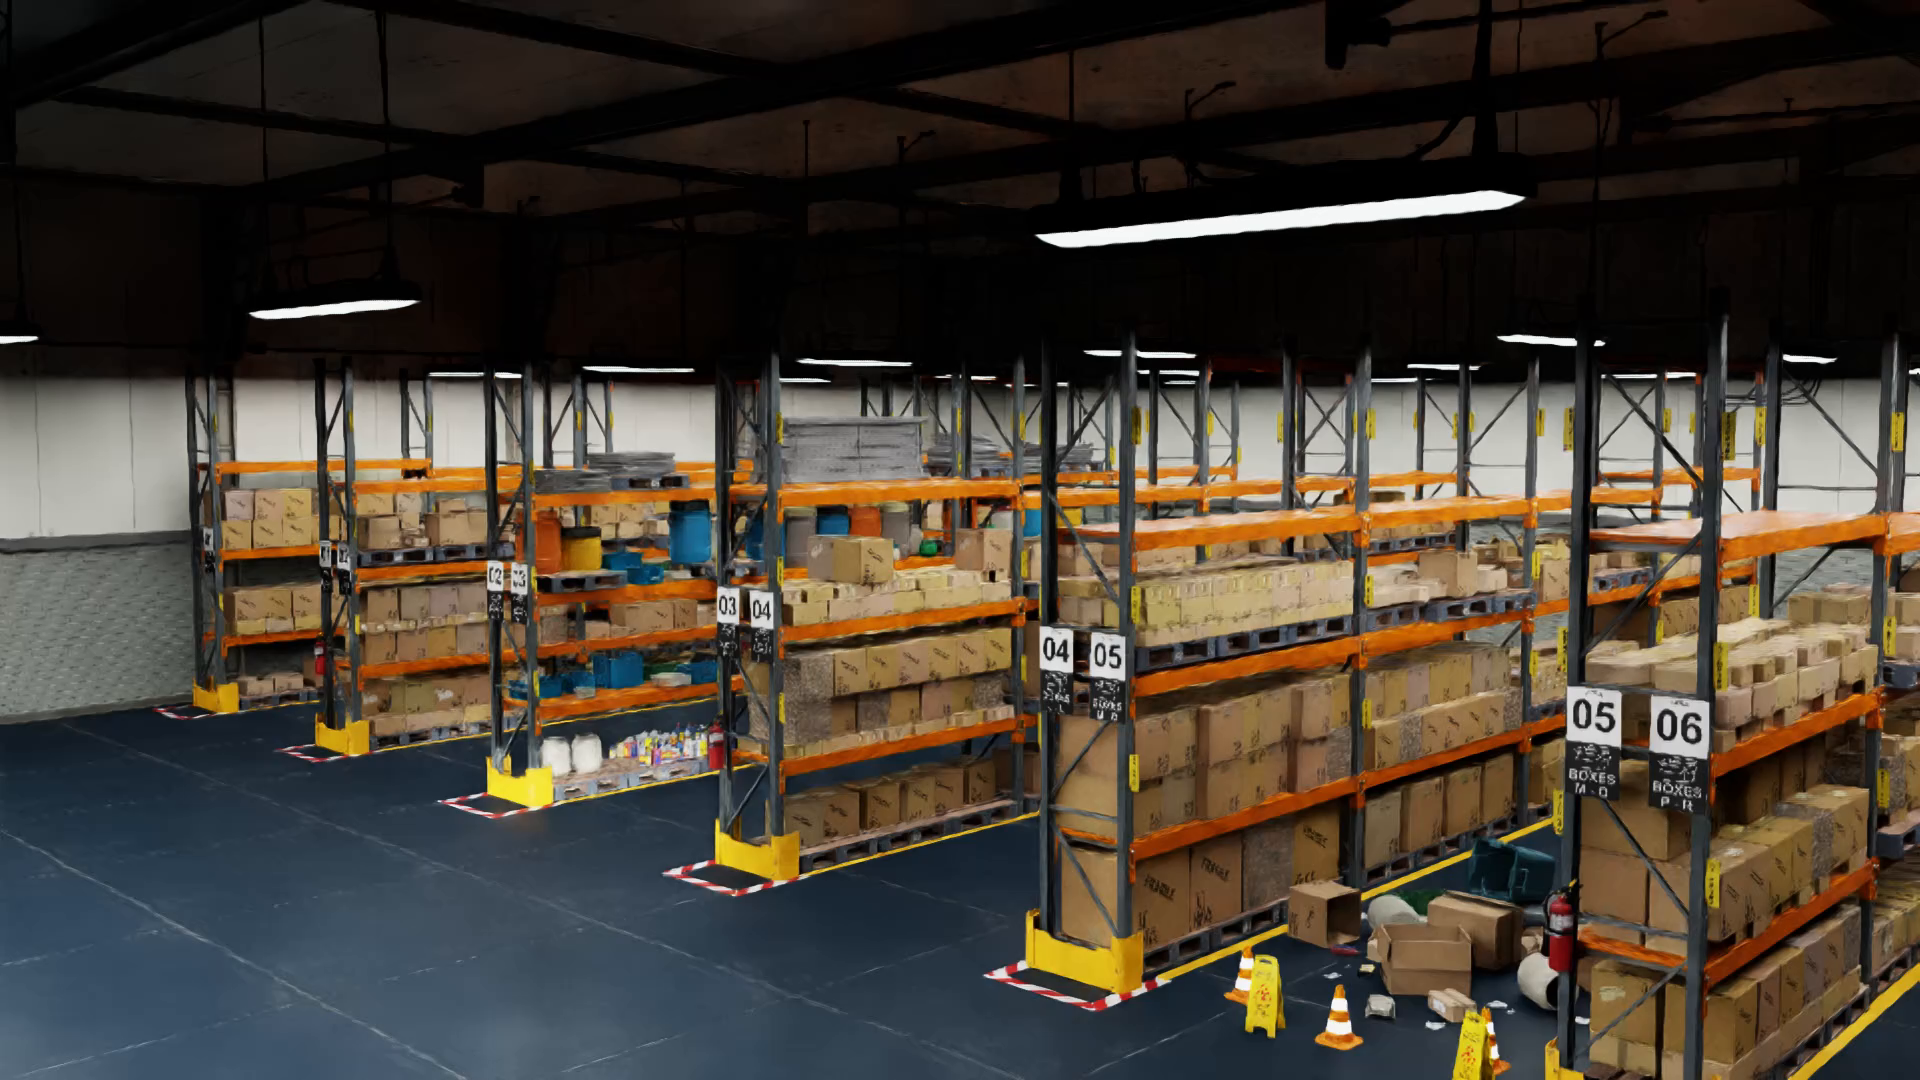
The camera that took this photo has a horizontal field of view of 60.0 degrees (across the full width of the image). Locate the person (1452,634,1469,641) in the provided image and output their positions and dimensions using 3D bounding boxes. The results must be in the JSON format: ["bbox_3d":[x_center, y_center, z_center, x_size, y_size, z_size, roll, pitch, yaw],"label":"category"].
[{"bbox_3d":[9.358,1.964,31.052,0.541,1.657,0.644,2,5,22],"label":"person"}]
